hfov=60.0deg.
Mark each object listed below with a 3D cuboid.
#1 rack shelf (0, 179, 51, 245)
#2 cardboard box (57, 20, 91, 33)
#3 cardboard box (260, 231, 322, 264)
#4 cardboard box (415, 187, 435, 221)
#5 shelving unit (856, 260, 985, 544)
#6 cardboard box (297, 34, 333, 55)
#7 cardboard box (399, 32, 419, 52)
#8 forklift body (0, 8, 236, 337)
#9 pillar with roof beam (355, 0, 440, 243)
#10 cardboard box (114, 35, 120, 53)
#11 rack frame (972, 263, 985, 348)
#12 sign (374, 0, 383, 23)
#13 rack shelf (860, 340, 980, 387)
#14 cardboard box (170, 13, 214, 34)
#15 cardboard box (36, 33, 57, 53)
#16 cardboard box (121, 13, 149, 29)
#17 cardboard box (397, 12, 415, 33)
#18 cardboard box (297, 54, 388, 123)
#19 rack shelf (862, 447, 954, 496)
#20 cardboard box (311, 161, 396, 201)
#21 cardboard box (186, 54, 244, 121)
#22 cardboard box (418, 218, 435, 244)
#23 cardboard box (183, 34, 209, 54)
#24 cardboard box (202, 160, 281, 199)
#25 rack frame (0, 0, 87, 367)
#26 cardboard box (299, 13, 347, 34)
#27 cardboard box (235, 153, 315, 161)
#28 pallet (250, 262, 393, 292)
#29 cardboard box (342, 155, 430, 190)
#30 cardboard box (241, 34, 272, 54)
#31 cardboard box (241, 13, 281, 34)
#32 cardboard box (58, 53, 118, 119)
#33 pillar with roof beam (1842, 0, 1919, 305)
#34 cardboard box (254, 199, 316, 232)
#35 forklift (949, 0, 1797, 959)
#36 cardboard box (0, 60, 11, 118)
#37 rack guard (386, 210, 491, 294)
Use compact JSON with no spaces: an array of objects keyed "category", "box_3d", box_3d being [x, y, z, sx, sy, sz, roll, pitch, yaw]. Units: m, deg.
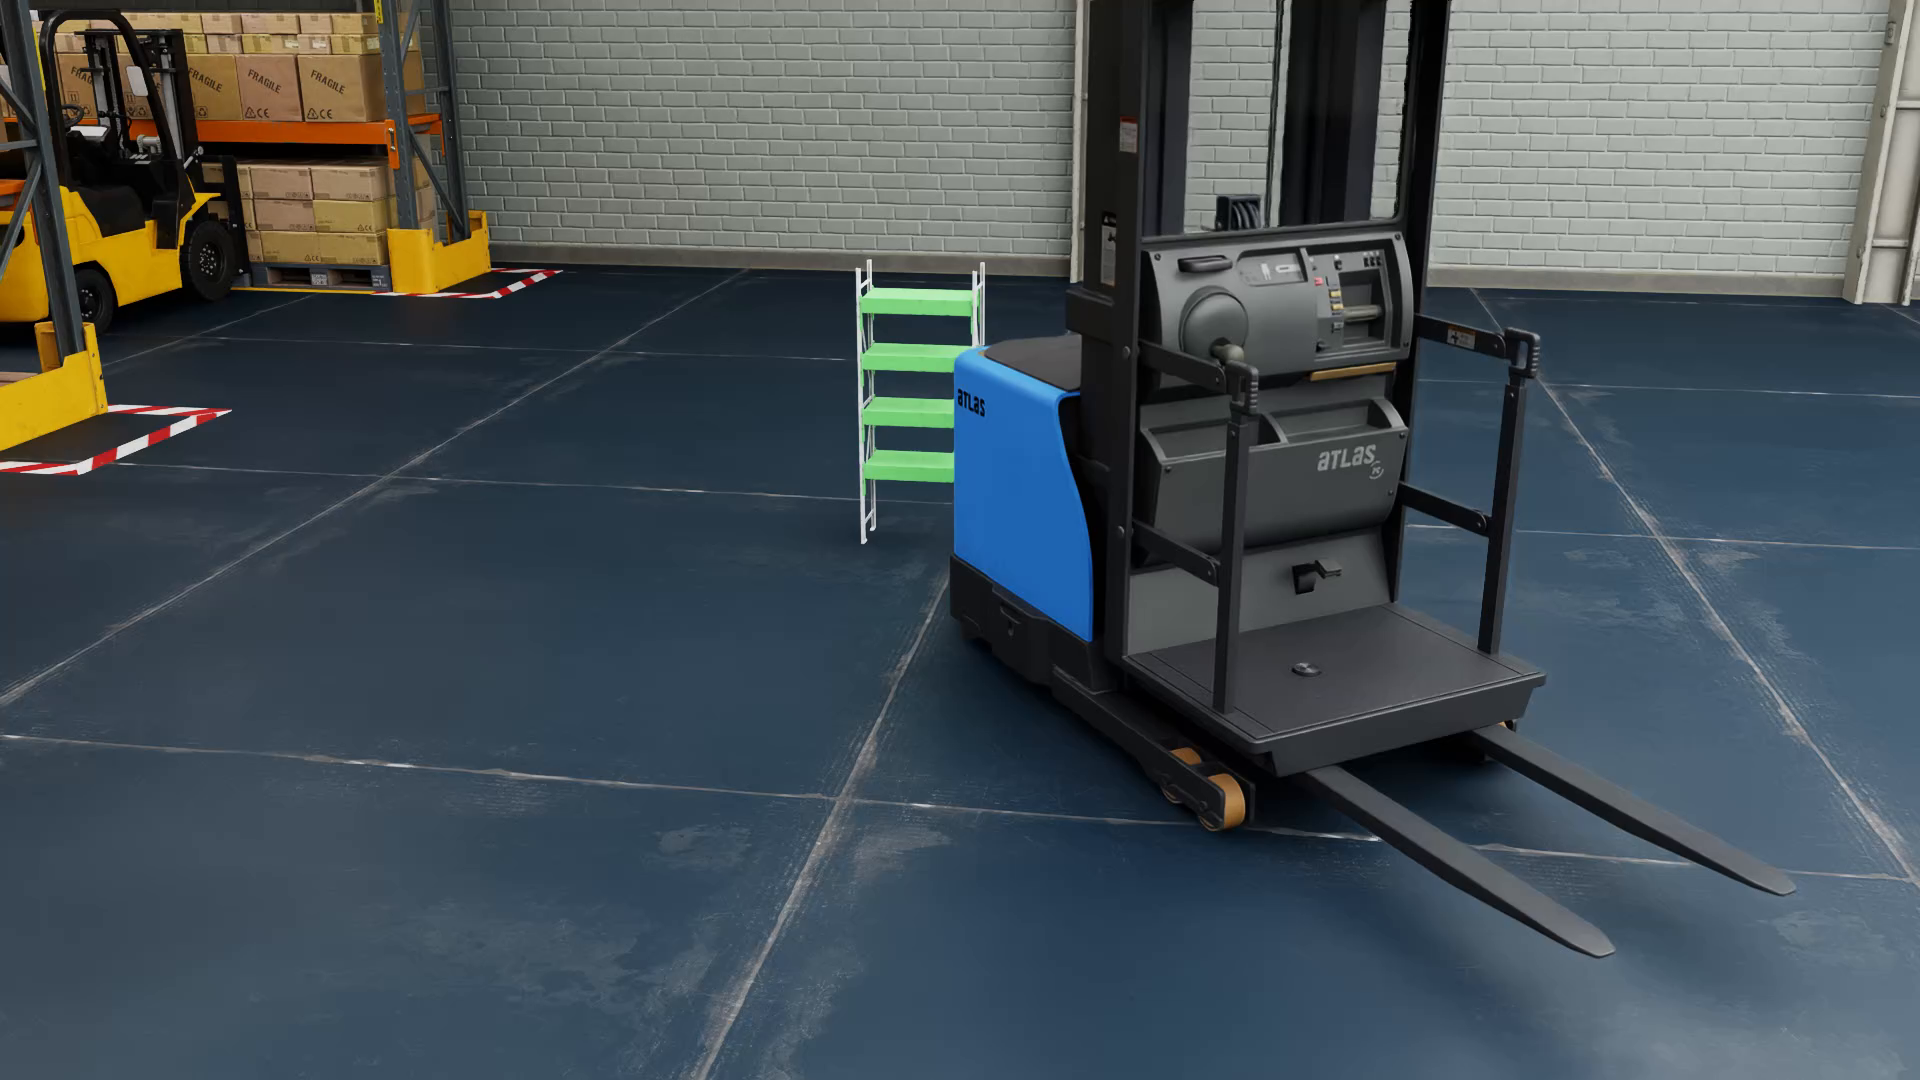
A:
[{"category":"rack shelf","box_3d":[-7.020,-1.753,8.949,4.000,0.370,1.077,3,19,9]},{"category":"cardboard box","box_3d":[-6.919,-4.093,13.158,0.250,0.149,0.380,3,19,8]},{"category":"cardboard box","box_3d":[-5.265,-2.397,13.410,0.500,0.250,0.500,3,19,9]},{"category":"cardboard box","box_3d":[-4.693,-2.770,13.737,0.500,0.250,0.500,3,19,10]},{"category":"shelving unit","box_3d":[-0.163,-0.577,7.138,0.503,1.200,0.258,3,19,9]},{"category":"cardboard box","box_3d":[-4.905,-3.837,12.863,0.250,0.149,0.380,3,19,10]},{"category":"cardboard box","box_3d":[-4.555,-4.002,13.357,0.250,0.149,0.380,2,19,7]},{"category":"forklift body","box_3d":[-6.423,-2.670,11.894,1.214,2.155,2.313,3,19,9]},{"category":"pillar with roof beam","box_3d":[-5.489,-5.362,9.148,0.400,9.000,9.100,3,19,9]},{"category":"cardboard box","box_3d":[-6.679,-3.933,13.151,0.250,0.149,0.380,2,19,7]},{"category":"rack frame","box_3d":[0.077,-0.565,7.101,0.015,1.200,0.240,3,19,9]},{"category":"sign","box_3d":[-4.361,-4.041,12.454,0.005,0.325,0.100,3,19,9]},{"category":"rack shelf","box_3d":[-0.163,-0.744,7.082,0.480,0.148,0.258,3,19,9]},{"category":"cardboard box","box_3d":[-5.925,-4.030,12.970,0.250,0.149,0.380,3,19,10]},{"category":"cardboard box","box_3d":[-7.188,-3.954,13.213,0.250,0.149,0.380,3,19,10]},{"category":"cardboard box","box_3d":[-6.410,-4.090,13.151,0.250,0.149,0.380,3,19,9]},{"category":"cardboard box","box_3d":[-4.559,-4.129,13.266,0.250,0.149,0.380,3,19,8]},{"category":"cardboard box","box_3d":[-4.789,-3.539,12.994,0.500,0.500,0.500,3,19,7]},{"category":"rack shelf","box_3d":[-0.163,-0.289,7.234,0.480,0.148,0.258,3,19,9]},{"category":"cardboard box","box_3d":[-4.766,-2.844,13.170,0.500,0.250,0.500,4,19,10]},{"category":"cardboard box","box_3d":[-5.806,-3.593,13.158,0.500,0.500,0.500,3,19,8]},{"category":"cardboard box","box_3d":[-4.715,-2.530,13.808,0.500,0.250,0.500,3,19,9]},{"category":"cardboard box","box_3d":[-5.919,-3.890,13.023,0.250,0.149,0.380,3,19,9]},{"category":"cardboard box","box_3d":[-5.770,-2.890,13.308,0.500,0.250,0.500,3,19,9]},{"category":"rack frame","box_3d":[-5.045,-1.993,8.534,0.127,3.000,1.000,3,19,9]},{"category":"cardboard box","box_3d":[-4.897,-3.999,12.880,0.250,0.149,0.380,3,19,9]},{"category":"cardboard box","box_3d":[-5.692,-3.054,13.799,0.500,0.250,0.500,3,19,8]},{"category":"pallet","box_3d":[-5.023,-2.252,13.700,1.213,0.211,1.003,3,19,9]},{"category":"cardboard box","box_3d":[-4.706,-3.002,13.642,0.500,0.250,0.500,3,19,8]},{"category":"cardboard box","box_3d":[-5.395,-3.885,13.008,0.250,0.149,0.380,3,19,8]},{"category":"cardboard box","box_3d":[-5.394,-4.040,13.001,0.250,0.149,0.380,3,19,9]},{"category":"cardboard box","box_3d":[-6.797,-3.647,13.318,0.500,0.500,0.500,3,19,8]},{"category":"pillar with roof beam","box_3d":[6.359,-4.758,7.343,0.400,9.000,9.100,3,19,9]},{"category":"cardboard box","box_3d":[-5.285,-2.636,13.338,0.500,0.250,0.500,3,19,8]},{"category":"forklift","box_3d":[1.070,-0.709,4.804,1.130,2.935,3.031,-9,21,-25]},{"category":"cardboard box","box_3d":[-7.814,-3.693,13.456,0.500,0.500,0.500,2,19,7]},{"category":"rack guard","box_3d":[-4.238,-2.362,13.575,0.348,0.500,1.175,3,19,9]}]
